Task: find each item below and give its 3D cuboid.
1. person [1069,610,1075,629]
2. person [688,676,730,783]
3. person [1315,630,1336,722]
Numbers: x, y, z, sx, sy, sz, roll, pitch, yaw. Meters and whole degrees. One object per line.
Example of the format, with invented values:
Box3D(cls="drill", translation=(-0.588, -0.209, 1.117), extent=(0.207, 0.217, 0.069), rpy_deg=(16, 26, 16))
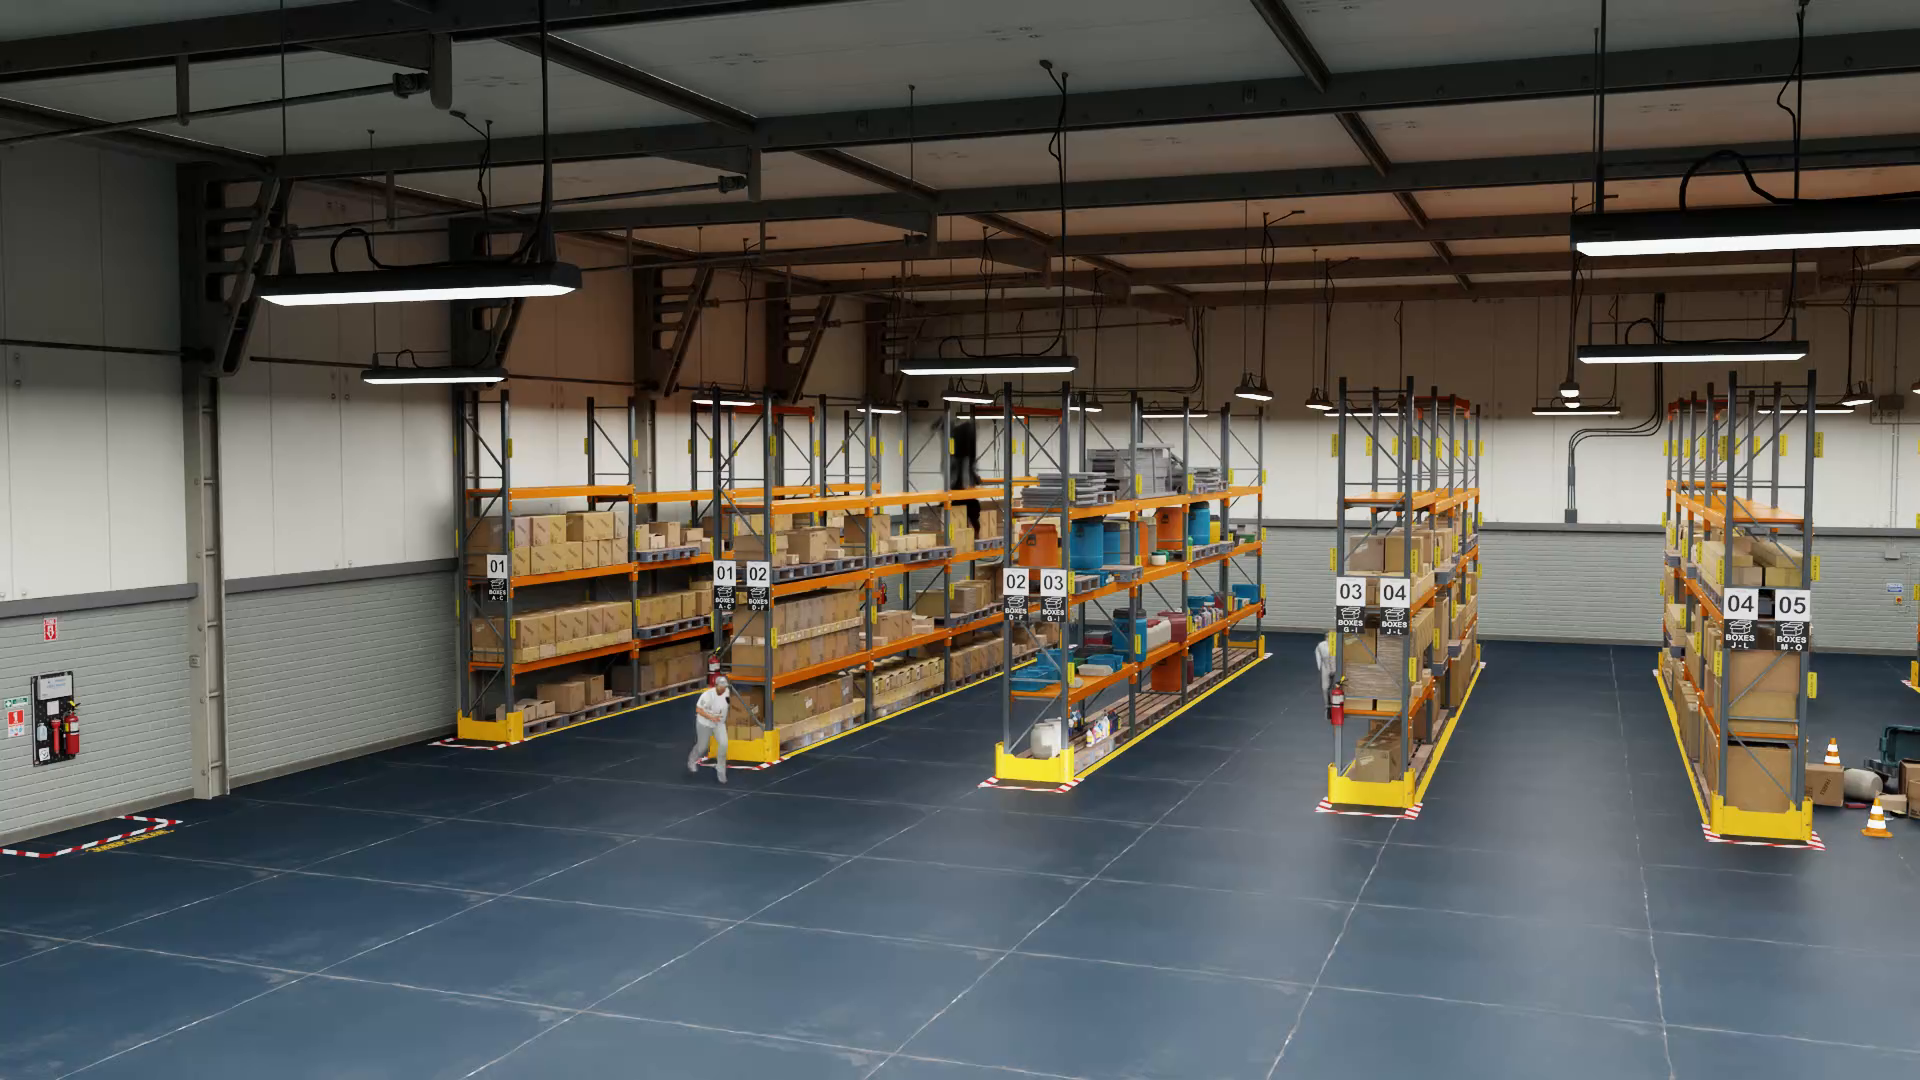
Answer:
Box3D(cls="person", translation=(2.617, 1.795, 42.555), extent=(0.593, 1.725, 0.735), rpy_deg=(2, 4, 31))
Box3D(cls="person", translation=(-3.799, 2.847, 25.230), extent=(0.645, 1.641, 1.028), rpy_deg=(-3, 4, -43))
Box3D(cls="person", translation=(6.900, 2.478, 30.881), extent=(0.617, 1.687, 1.037), rpy_deg=(1, 3, 16))
